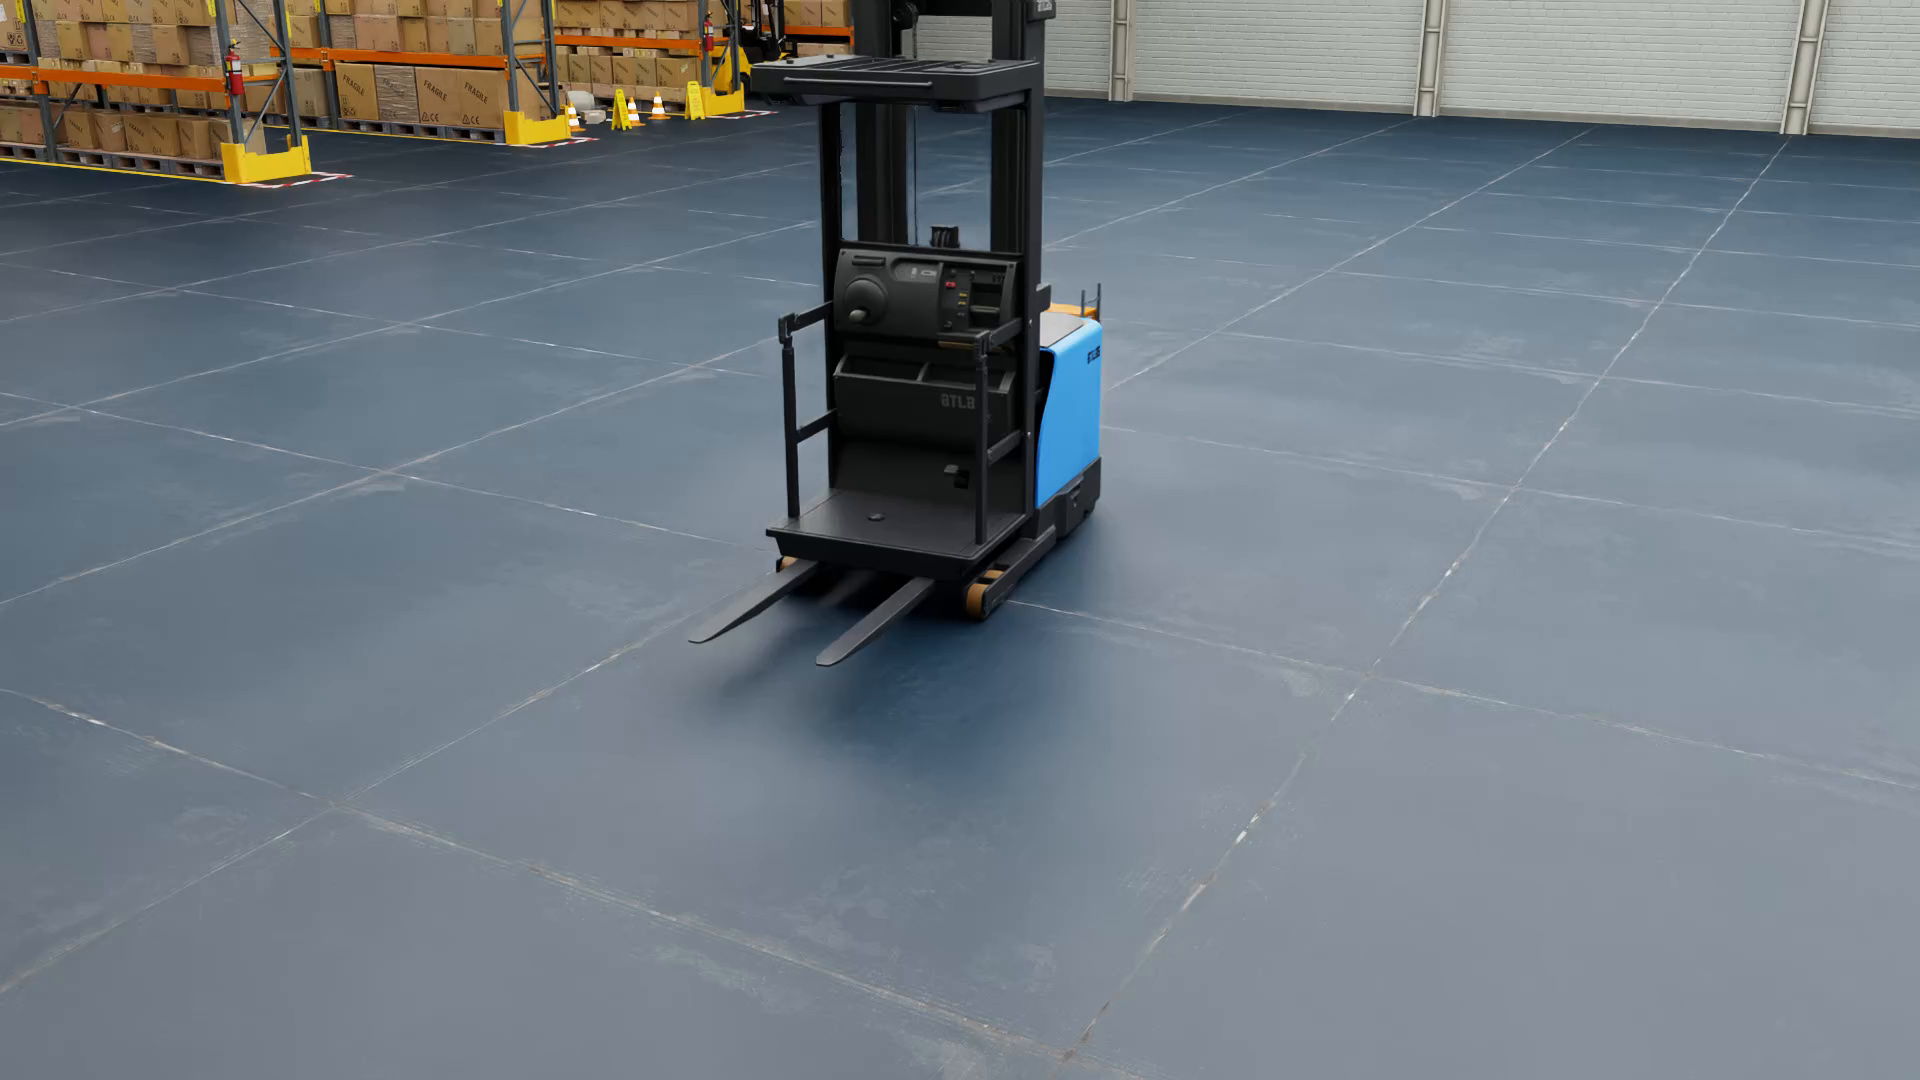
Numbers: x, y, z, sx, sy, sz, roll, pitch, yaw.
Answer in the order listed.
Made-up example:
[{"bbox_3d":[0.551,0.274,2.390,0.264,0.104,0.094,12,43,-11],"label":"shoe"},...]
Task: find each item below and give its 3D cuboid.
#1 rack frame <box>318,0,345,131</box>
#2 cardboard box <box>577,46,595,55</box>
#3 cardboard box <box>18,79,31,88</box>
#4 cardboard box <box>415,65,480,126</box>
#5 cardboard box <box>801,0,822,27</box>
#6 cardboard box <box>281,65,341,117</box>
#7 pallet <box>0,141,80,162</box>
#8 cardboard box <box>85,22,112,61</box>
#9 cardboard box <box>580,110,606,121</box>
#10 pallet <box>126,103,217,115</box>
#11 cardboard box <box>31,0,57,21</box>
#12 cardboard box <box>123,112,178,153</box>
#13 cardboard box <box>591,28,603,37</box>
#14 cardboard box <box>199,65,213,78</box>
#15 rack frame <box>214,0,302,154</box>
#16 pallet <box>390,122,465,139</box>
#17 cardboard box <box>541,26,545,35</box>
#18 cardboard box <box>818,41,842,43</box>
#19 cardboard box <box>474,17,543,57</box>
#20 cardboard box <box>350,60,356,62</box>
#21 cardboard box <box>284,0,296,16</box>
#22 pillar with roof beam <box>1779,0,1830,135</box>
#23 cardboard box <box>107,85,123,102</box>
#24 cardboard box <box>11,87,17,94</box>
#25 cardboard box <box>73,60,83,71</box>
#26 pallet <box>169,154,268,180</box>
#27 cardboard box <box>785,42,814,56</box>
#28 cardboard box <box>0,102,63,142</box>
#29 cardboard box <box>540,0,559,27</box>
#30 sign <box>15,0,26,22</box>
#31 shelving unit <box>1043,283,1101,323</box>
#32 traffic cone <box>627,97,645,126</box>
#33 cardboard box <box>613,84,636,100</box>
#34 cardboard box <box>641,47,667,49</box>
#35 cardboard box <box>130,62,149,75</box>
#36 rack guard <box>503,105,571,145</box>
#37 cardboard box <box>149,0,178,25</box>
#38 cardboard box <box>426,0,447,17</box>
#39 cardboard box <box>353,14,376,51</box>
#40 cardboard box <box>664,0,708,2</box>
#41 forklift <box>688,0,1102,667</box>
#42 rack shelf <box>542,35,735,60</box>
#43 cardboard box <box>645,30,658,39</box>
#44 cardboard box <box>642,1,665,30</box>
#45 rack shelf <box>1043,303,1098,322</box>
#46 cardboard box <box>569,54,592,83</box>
[{"bbox_3d":[-10.145,-8.368,27.534,0.127,3.000,1.000,11,23,27],"label":"rack frame"},{"bbox_3d":[-6.907,-9.118,30.969,0.250,0.149,0.380,12,23,29],"label":"cardboard box"},{"bbox_3d":[-17.560,-8.653,31.449,0.250,0.149,0.380,11,23,28],"label":"cardboard box"},{"bbox_3d":[-8.047,-7.140,26.649,0.875,0.875,0.875,10,22,26],"label":"cardboard box"},{"bbox_3d":[-2.916,-10.811,34.123,0.500,0.500,0.500,12,23,29],"label":"cardboard box"},{"bbox_3d":[-10.731,-7.584,28.057,0.750,0.750,1.050,11,23,27],"label":"cardboard box"},{"bbox_3d":[-13.333,-5.726,24.341,1.213,0.211,1.003,11,23,27],"label":"pallet"},{"bbox_3d":[-11.385,-6.855,22.780,0.500,0.500,0.875,11,23,27],"label":"cardboard box"},{"bbox_3d":[-6.456,-7.469,29.238,0.380,0.149,0.250,-11,23,-29],"label":"cardboard box"},{"bbox_3d":[-14.319,-7.852,30.203,1.213,0.211,1.003,11,23,27],"label":"pallet"},{"bbox_3d":[-12.384,-7.414,22.857,0.500,0.500,0.500,11,23,27],"label":"cardboard box"},{"bbox_3d":[-11.239,-5.679,23.172,0.500,0.500,0.500,9,22,23],"label":"cardboard box"},{"bbox_3d":[-6.589,-9.377,30.684,0.250,0.149,0.380,11,23,28],"label":"cardboard box"},{"bbox_3d":[-9.728,-6.152,21.795,0.250,0.149,0.380,11,23,27],"label":"cardboard box"},{"bbox_3d":[-9.160,-6.243,21.676,0.127,3.000,1.000,11,23,27],"label":"rack frame"},{"bbox_3d":[-8.451,-6.704,27.038,1.213,0.211,1.003,11,23,27],"label":"pallet"},{"bbox_3d":[-7.701,-9.592,31.278,0.250,0.149,0.380,11,23,27],"label":"cardboard box"},{"bbox_3d":[-2.675,-10.264,34.713,0.500,0.250,0.500,11,23,27],"label":"cardboard box"},{"bbox_3d":[-6.999,-7.821,25.808,0.550,0.550,0.875,11,23,27],"label":"cardboard box"},{"bbox_3d":[-11.874,-9.861,34.152,0.875,0.875,0.875,11,22,27],"label":"cardboard box"},{"bbox_3d":[-11.032,-9.050,27.803,0.500,0.500,0.700,10,22,26],"label":"cardboard box"},{"bbox_3d":[11.536,-9.600,22.135,0.400,9.000,9.100,11,23,27],"label":"pillar with roof beam"},{"bbox_3d":[-15.261,-8.257,30.280,0.500,0.500,0.500,10,22,25],"label":"cardboard box"},{"bbox_3d":[-17.824,-8.587,31.704,0.250,0.149,0.380,12,23,29],"label":"cardboard box"},{"bbox_3d":[-11.945,-6.547,22.883,0.250,0.149,0.380,11,23,27],"label":"cardboard box"},{"bbox_3d":[-9.919,-5.090,22.588,1.213,0.211,1.003,11,23,27],"label":"pallet"},{"bbox_3d":[-3.358,-10.194,34.519,0.500,0.250,0.500,11,23,28],"label":"cardboard box"},{"bbox_3d":[-13.585,-6.133,24.394,0.500,0.500,0.700,11,22,27],"label":"cardboard box"},{"bbox_3d":[-7.571,-9.889,31.145,0.500,0.500,0.500,11,23,27],"label":"cardboard box"},{"bbox_3d":[-12.920,-7.286,22.855,0.005,0.325,0.100,11,23,27],"label":"sign"},{"bbox_3d":[0.509,-0.878,9.520,0.503,1.200,0.258,10,21,26],"label":"shelving unit"},{"bbox_3d":[-5.577,-7.301,28.313,0.334,0.463,0.336,11,23,27],"label":"traffic cone"},{"bbox_3d":[-6.072,-8.326,30.835,0.500,0.250,0.500,10,22,25],"label":"cardboard box"},{"bbox_3d":[-6.537,-10.632,36.644,0.625,0.625,0.875,11,22,27],"label":"cardboard box"},{"bbox_3d":[-10.871,-6.329,22.281,0.250,0.149,0.380,11,23,27],"label":"cardboard box"},{"bbox_3d":[-6.632,-6.523,26.115,0.348,0.500,1.175,11,23,27],"label":"rack guard"},{"bbox_3d":[-10.200,-6.999,21.711,0.500,0.500,0.500,11,23,27],"label":"cardboard box"},{"bbox_3d":[-7.906,-8.551,26.237,0.550,0.550,0.875,11,23,27],"label":"cardboard box"},{"bbox_3d":[-9.326,-8.296,27.116,0.550,0.550,0.875,11,23,27],"label":"cardboard box"},{"bbox_3d":[-4.880,-9.870,29.626,0.500,0.500,0.700,10,22,26],"label":"cardboard box"},{"bbox_3d":[-0.255,-1.173,7.800,1.130,2.935,3.031,8,22,22],"label":"forklift"},{"bbox_3d":[-6.074,-9.187,30.849,4.000,0.370,1.077,11,23,27],"label":"rack shelf"},{"bbox_3d":[-5.486,-9.165,30.101,0.250,0.149,0.380,11,23,28],"label":"cardboard box"},{"bbox_3d":[-5.371,-9.473,29.997,0.500,0.500,0.500,11,23,27],"label":"cardboard box"},{"bbox_3d":[0.513,-1.250,9.392,0.480,0.148,0.258,10,21,26],"label":"rack shelf"},{"bbox_3d":[-6.963,-8.851,31.184,0.500,0.500,0.500,12,23,29],"label":"cardboard box"}]
